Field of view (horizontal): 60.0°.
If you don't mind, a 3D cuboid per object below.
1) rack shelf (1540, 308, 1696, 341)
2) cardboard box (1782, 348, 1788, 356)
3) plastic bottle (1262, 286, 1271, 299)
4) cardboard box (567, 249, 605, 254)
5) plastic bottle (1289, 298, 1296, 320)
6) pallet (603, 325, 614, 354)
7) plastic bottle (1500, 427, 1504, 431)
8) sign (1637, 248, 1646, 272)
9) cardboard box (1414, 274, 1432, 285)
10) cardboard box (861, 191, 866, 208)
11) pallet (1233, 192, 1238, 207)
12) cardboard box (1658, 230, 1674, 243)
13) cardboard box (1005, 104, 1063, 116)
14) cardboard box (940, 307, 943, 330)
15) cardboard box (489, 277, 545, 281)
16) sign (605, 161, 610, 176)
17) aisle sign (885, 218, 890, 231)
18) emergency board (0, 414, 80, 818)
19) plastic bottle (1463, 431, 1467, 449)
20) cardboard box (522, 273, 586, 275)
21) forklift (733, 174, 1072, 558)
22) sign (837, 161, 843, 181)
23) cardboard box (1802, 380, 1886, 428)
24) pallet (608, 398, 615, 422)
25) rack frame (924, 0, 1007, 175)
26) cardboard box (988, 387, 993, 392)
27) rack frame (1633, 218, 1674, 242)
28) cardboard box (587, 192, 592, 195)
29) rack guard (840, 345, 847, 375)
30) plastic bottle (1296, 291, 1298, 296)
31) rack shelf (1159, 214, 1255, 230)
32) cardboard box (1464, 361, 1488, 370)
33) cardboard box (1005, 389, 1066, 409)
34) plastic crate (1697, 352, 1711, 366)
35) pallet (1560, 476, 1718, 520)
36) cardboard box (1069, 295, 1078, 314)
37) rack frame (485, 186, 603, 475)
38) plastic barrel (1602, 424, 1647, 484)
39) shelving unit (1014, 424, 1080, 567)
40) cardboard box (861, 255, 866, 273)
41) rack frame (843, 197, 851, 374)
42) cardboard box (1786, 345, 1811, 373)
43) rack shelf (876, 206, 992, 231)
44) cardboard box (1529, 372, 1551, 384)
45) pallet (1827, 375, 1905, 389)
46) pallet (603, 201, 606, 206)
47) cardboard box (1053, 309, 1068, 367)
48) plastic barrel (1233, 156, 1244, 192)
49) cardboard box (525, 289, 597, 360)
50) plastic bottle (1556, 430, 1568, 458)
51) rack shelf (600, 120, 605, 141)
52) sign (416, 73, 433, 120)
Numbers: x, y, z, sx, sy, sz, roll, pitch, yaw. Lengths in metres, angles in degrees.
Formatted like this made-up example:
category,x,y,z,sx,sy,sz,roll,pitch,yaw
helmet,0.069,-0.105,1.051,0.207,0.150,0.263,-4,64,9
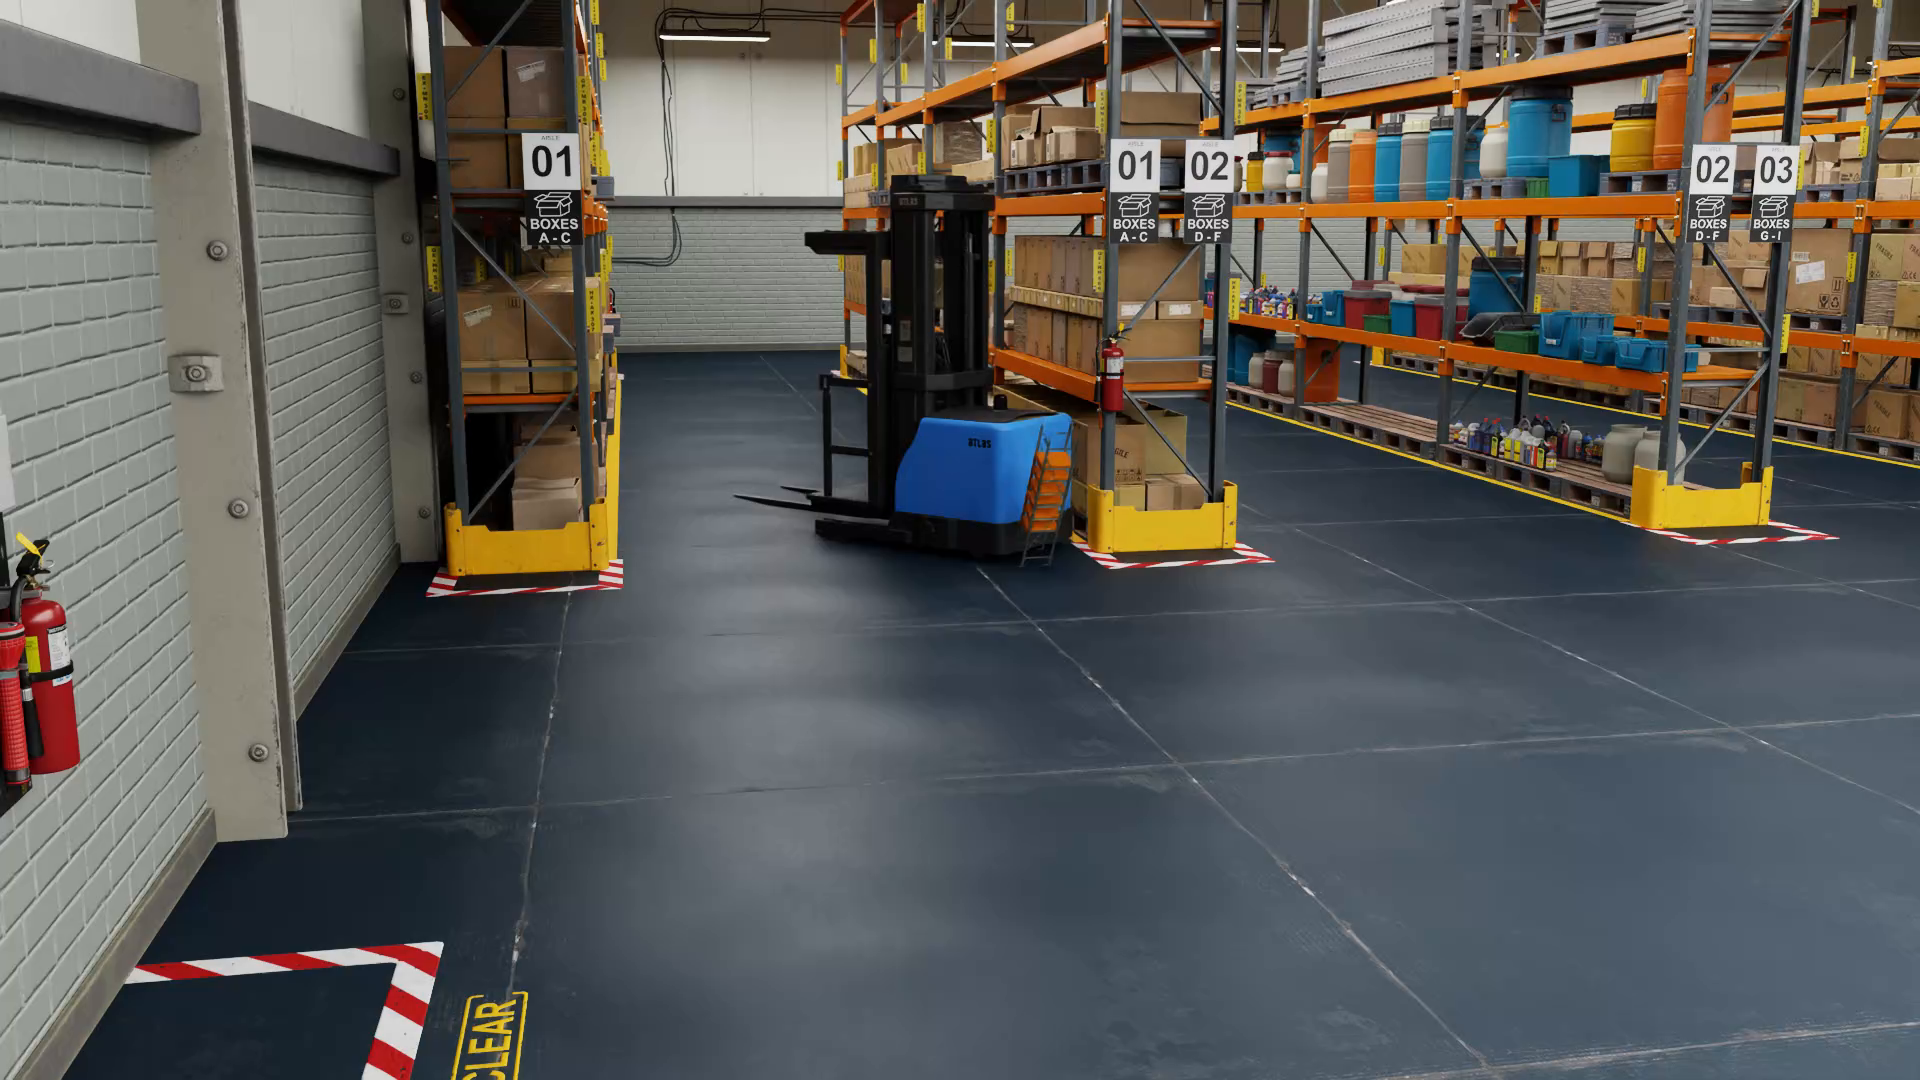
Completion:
category,x,y,z,sx,sy,sz,roll,pitch,yaw
rack shelf,9.394,-3.266,24.757,1.077,0.370,4.000,-2,11,-11
cardboard box,14.133,-3.178,28.077,0.380,0.149,0.250,-2,11,-8
plastic bottle,4.541,-3.586,24.646,0.144,0.351,0.185,-2,11,-11
cardboard box,-5.229,-3.943,23.267,0.500,0.250,0.500,-2,11,-10
plastic bottle,4.428,-3.074,22.135,0.061,0.283,0.133,-2,11,-11
pallet,-4.021,-2.030,16.851,1.003,0.211,1.213,-2,11,-11
plastic bottle,5.599,-1.029,17.202,0.097,0.271,0.097,0,11,0
sign,9.239,-3.800,22.545,0.100,0.325,0.005,-2,11,-11
cardboard box,8.258,-4.507,28.959,0.500,0.250,0.500,-2,11,-13
cardboard box,-1.261,-5.289,25.843,0.500,0.250,0.500,-2,11,-11
pallet,4.395,-5.047,24.671,1.213,0.211,1.003,-2,11,-11
cardboard box,13.043,-5.384,30.222,0.500,0.500,0.500,-2,11,-9
cardboard box,0.762,-4.248,17.245,0.500,0.500,0.500,-2,11,-10
cardboard box,0.049,-2.678,19.983,0.500,0.311,0.500,-2,11,-12
cardboard box,-4.129,-2.189,15.518,0.500,0.500,0.500,-2,11,-12
sign,-5.814,-6.066,27.366,0.100,0.325,0.005,-2,11,-11
aisle sign,-1.203,-5.661,28.463,0.394,0.787,0.004,-2,11,-11
emergency board,-2.612,0.213,4.553,0.194,1.169,0.643,-2,11,-11
plastic bottle,5.374,-1.068,17.595,0.097,0.201,0.097,0,11,0
cardboard box,-4.428,-2.664,18.225,0.700,0.500,0.500,-2,11,-11
forklift,-0.579,-1.494,13.707,3.031,2.935,1.130,8,13,36
sign,-2.023,-6.243,28.116,0.100,0.325,0.005,-2,11,-11
cardboard box,10.463,-1.620,19.696,0.700,0.500,0.500,-3,11,-15
pallet,-5.106,-1.713,22.131,1.003,0.211,1.213,-2,11,-11
rack frame,0.065,-5.840,20.312,1.000,3.000,0.127,-2,11,-11
cardboard box,0.281,-1.541,18.501,0.500,0.311,0.500,-2,11,-11
rack frame,13.112,-4.882,31.321,1.000,3.000,0.127,-2,11,-11
cardboard box,-3.444,-3.234,14.321,0.500,0.500,0.500,-3,11,-13
rack guard,-1.476,-3.118,28.742,1.175,0.500,0.348,-2,11,-11
plastic bottle,4.861,-3.423,23.790,0.144,0.351,0.185,-2,11,-11
rack shelf,3.758,-5.293,27.384,1.077,0.370,4.000,-2,11,-11
cardboard box,8.955,-3.273,27.427,0.875,0.875,0.875,-2,11,-11
cardboard box,0.731,-1.195,16.179,0.500,0.500,0.500,-2,11,-11
plastic crate,6.622,-1.651,15.056,0.298,0.136,0.250,-2,11,-11
pallet,6.267,-0.397,15.216,1.003,0.211,1.213,-2,11,-11
cardboard box,1.160,-2.046,14.420,0.380,0.149,0.250,-2,11,-9
rack frame,-4.015,-1.978,16.069,1.000,3.000,0.127,-2,11,-11
plastic barrel,6.180,-0.799,15.403,0.421,0.512,0.421,0,11,0
shelving unit,0.637,-0.319,12.337,0.258,1.200,0.189,-3,41,-16
cardboard box,-1.265,-4.436,26.041,0.500,0.500,0.500,-2,11,-11
rack frame,-1.491,-4.360,28.582,1.000,3.000,0.127,-2,11,-11
cardboard box,13.774,-2.981,26.899,0.500,0.500,0.500,-2,11,-9
rack shelf,-0.324,-4.380,22.587,1.077,0.370,4.000,-2,11,-11
cardboard box,9.324,-2.868,25.302,1.225,0.875,0.875,-3,11,-13
pallet,14.284,-2.411,25.800,1.003,0.211,1.213,-2,11,-11
pallet,-6.194,-5.474,26.647,1.003,0.211,1.213,-2,11,-11
cardboard box,1.239,-1.845,15.098,0.700,0.500,0.500,-2,11,-9
plastic barrel,4.003,-5.447,24.783,0.433,0.535,0.433,0,11,0
cardboard box,-3.035,-1.648,12.674,0.500,0.500,0.500,-2,11,-11
plastic bottle,6.134,-0.984,16.934,0.061,0.283,0.133,-2,11,-11
rack shelf,-5.960,-6.210,25.248,1.077,0.370,4.000,-2,11,-11
sign,-3.785,-3.137,11.764,0.100,0.325,0.005,-2,11,-11
